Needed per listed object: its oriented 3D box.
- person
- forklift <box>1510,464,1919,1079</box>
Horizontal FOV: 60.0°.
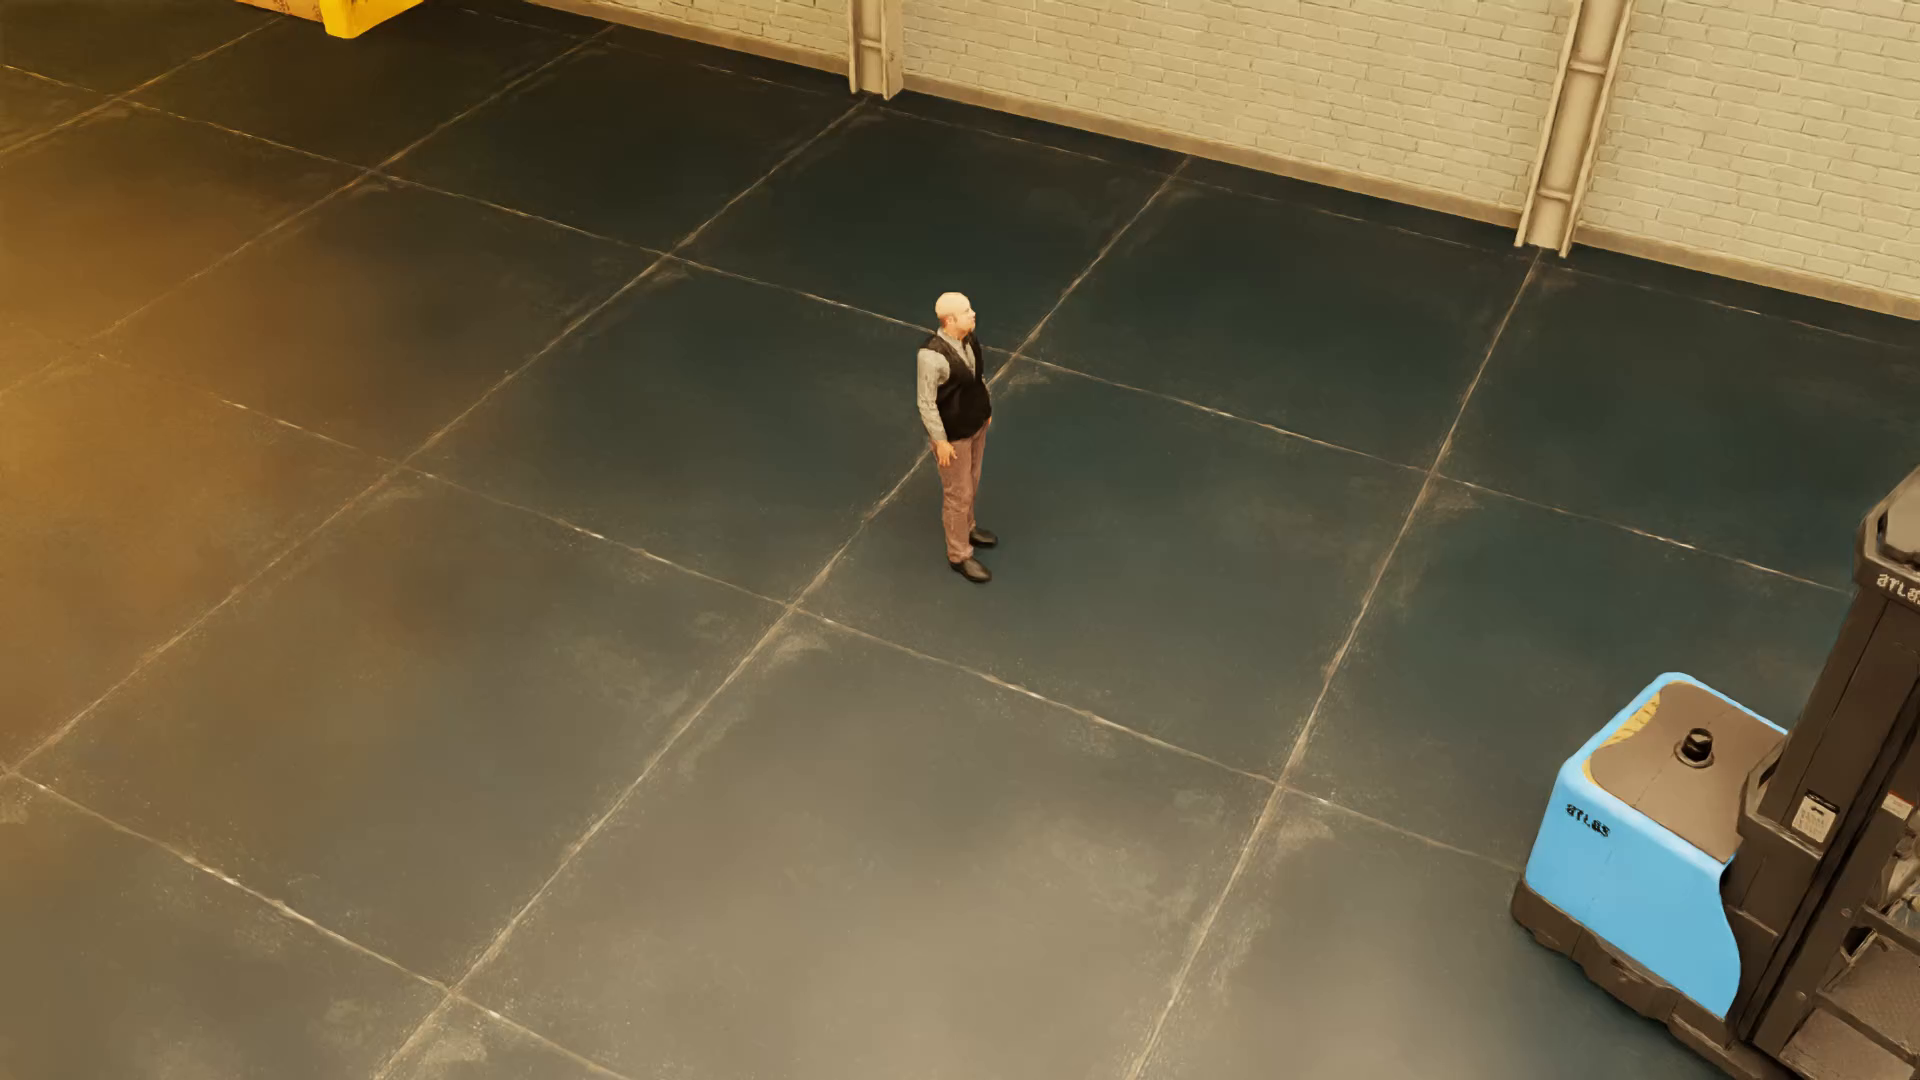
[{"bbox_3d":[0.052,-0.641,9.675,0.567,1.720,0.632,18,43,21],"label":"person"},{"bbox_3d":[4.027,1.208,6.552,1.130,2.935,3.031,-31,49,-31],"label":"forklift"}]
